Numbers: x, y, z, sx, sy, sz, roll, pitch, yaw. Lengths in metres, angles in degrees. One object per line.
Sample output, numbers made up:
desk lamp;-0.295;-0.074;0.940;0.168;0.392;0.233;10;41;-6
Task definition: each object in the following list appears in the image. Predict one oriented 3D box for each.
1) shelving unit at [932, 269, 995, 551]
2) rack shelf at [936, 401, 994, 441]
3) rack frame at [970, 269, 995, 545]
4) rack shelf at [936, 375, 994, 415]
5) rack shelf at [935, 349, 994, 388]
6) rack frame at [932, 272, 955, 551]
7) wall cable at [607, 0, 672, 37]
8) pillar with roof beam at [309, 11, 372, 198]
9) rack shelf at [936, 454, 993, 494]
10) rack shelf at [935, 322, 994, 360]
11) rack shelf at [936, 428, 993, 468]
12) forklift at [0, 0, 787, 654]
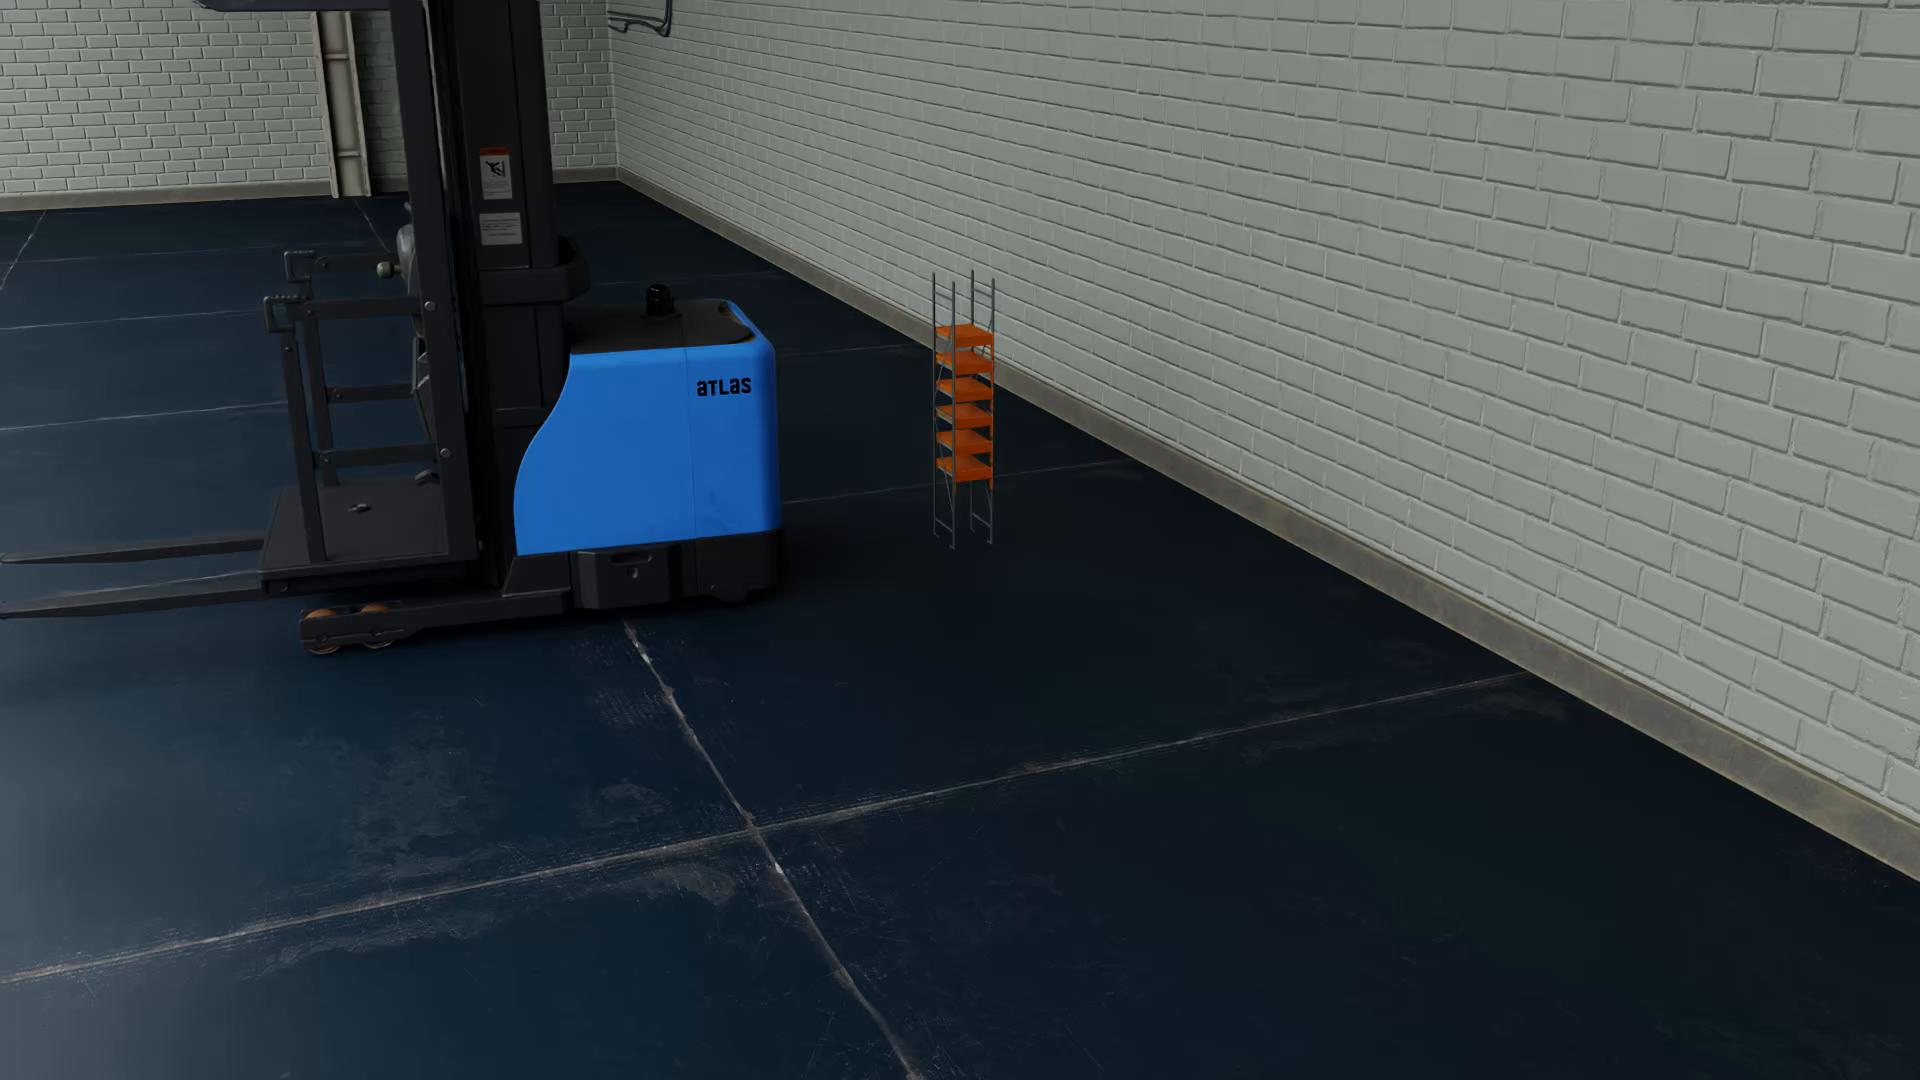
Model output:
shelving unit;0.013;-0.568;7.328;0.189;1.200;0.258;-8;21;-22
rack shelf;0.013;-0.526;7.343;0.180;0.103;0.258;-8;21;-22
rack frame;0.097;-0.580;7.362;0.006;1.200;0.240;-8;21;-22
rack shelf;0.013;-0.639;7.303;0.180;0.103;0.258;-8;21;-22
rack shelf;0.013;-0.752;7.263;0.180;0.103;0.258;-8;21;-22
rack frame;-0.071;-0.556;7.294;0.006;1.200;0.240;-8;21;-22
wall cable;-3.464;-6.559;17.275;0.112;2.526;3.097;-8;21;-22
pillar with roof beam;-4.987;-6.726;13.075;0.400;9.000;9.100;-8;21;-22
rack shelf;0.013;-0.300;7.423;0.180;0.103;0.258;-8;21;-22
rack shelf;0.013;-0.866;7.223;0.180;0.103;0.258;-8;21;-22
rack shelf;0.013;-0.413;7.383;0.180;0.103;0.258;-8;21;-22
forklift;-2.289;-1.146;6.363;3.031;2.935;1.130;-6;20;-16
